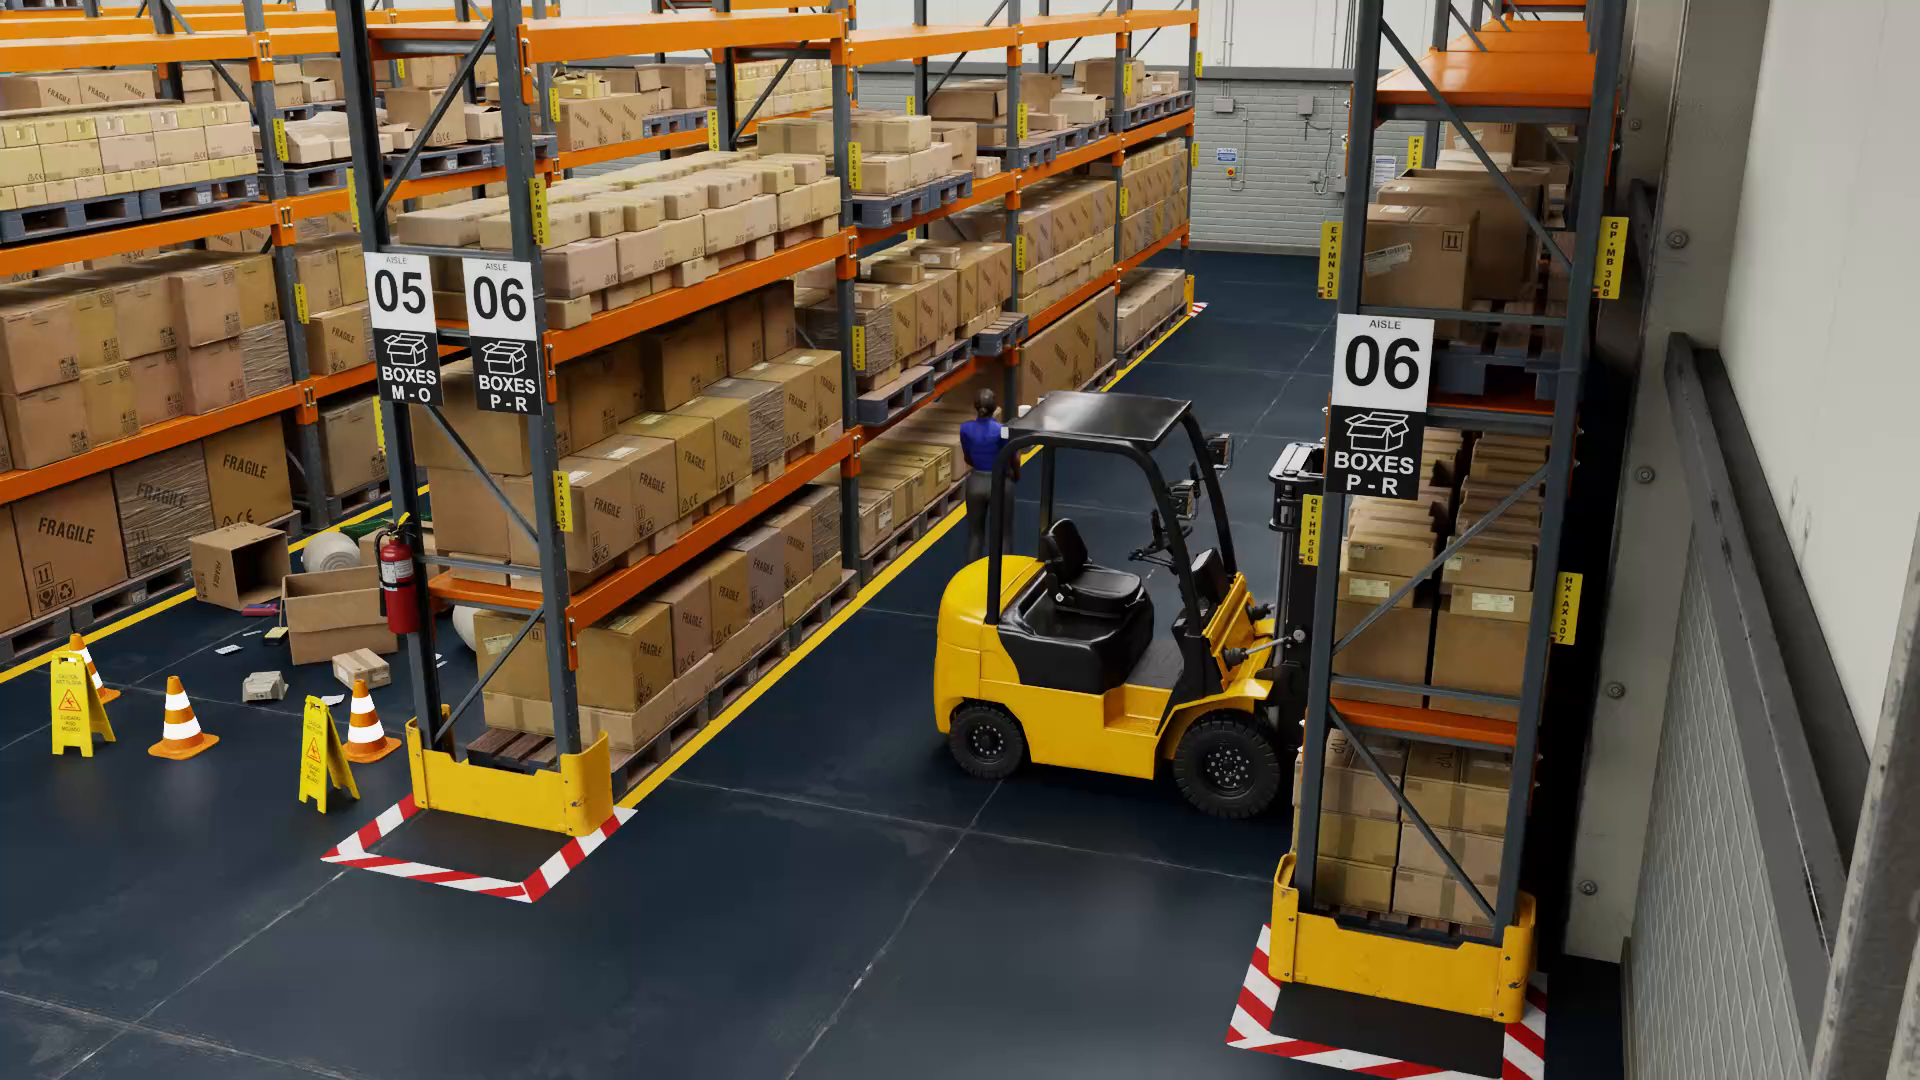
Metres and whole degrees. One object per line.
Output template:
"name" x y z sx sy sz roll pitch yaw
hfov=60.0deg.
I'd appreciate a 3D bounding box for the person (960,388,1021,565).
"person" 0.253 -0.383 12.713 0.451 1.650 0.512 7 20 19
